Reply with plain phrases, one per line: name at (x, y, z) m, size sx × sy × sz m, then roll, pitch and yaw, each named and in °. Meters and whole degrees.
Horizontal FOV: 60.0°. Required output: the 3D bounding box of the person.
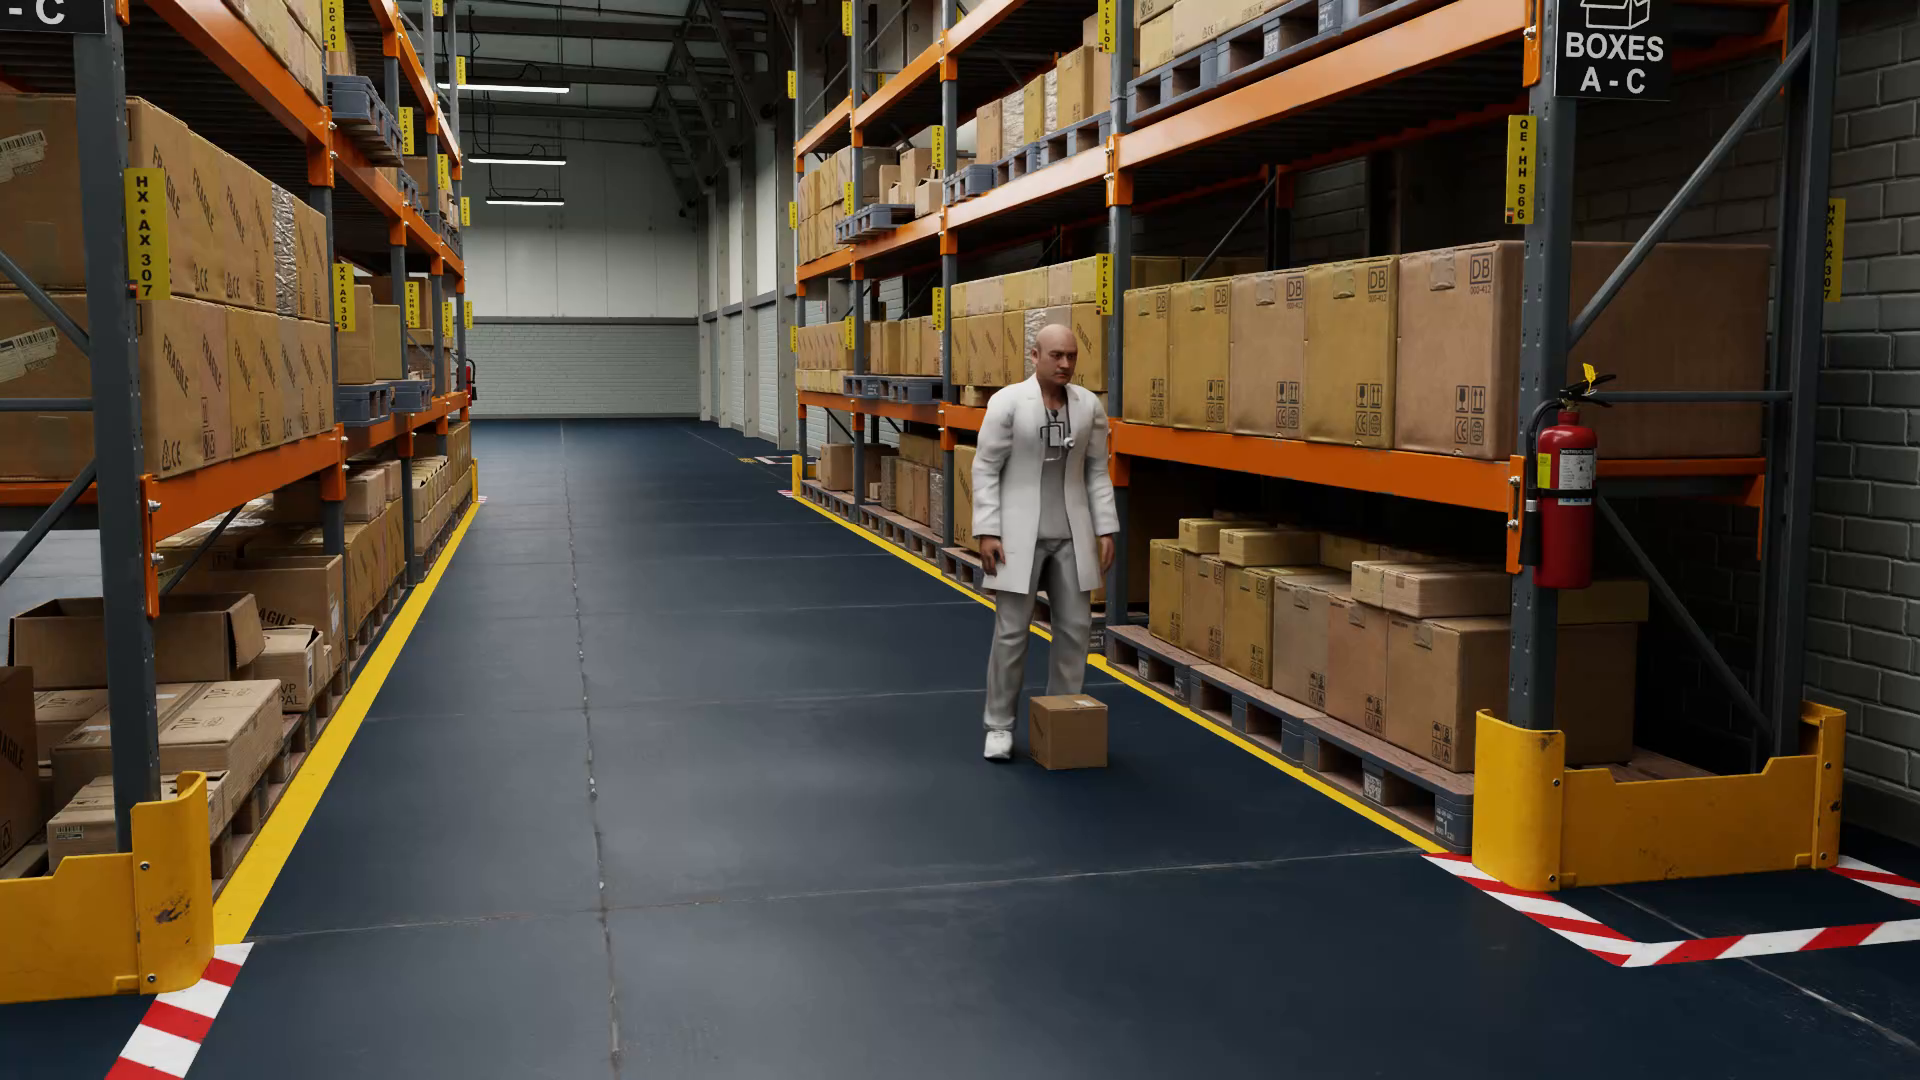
person at (0.359, -0.002, 6.905) m, size 0.654 × 1.774 × 0.426 m, roll -2°, pitch 6°, yaw -18°
